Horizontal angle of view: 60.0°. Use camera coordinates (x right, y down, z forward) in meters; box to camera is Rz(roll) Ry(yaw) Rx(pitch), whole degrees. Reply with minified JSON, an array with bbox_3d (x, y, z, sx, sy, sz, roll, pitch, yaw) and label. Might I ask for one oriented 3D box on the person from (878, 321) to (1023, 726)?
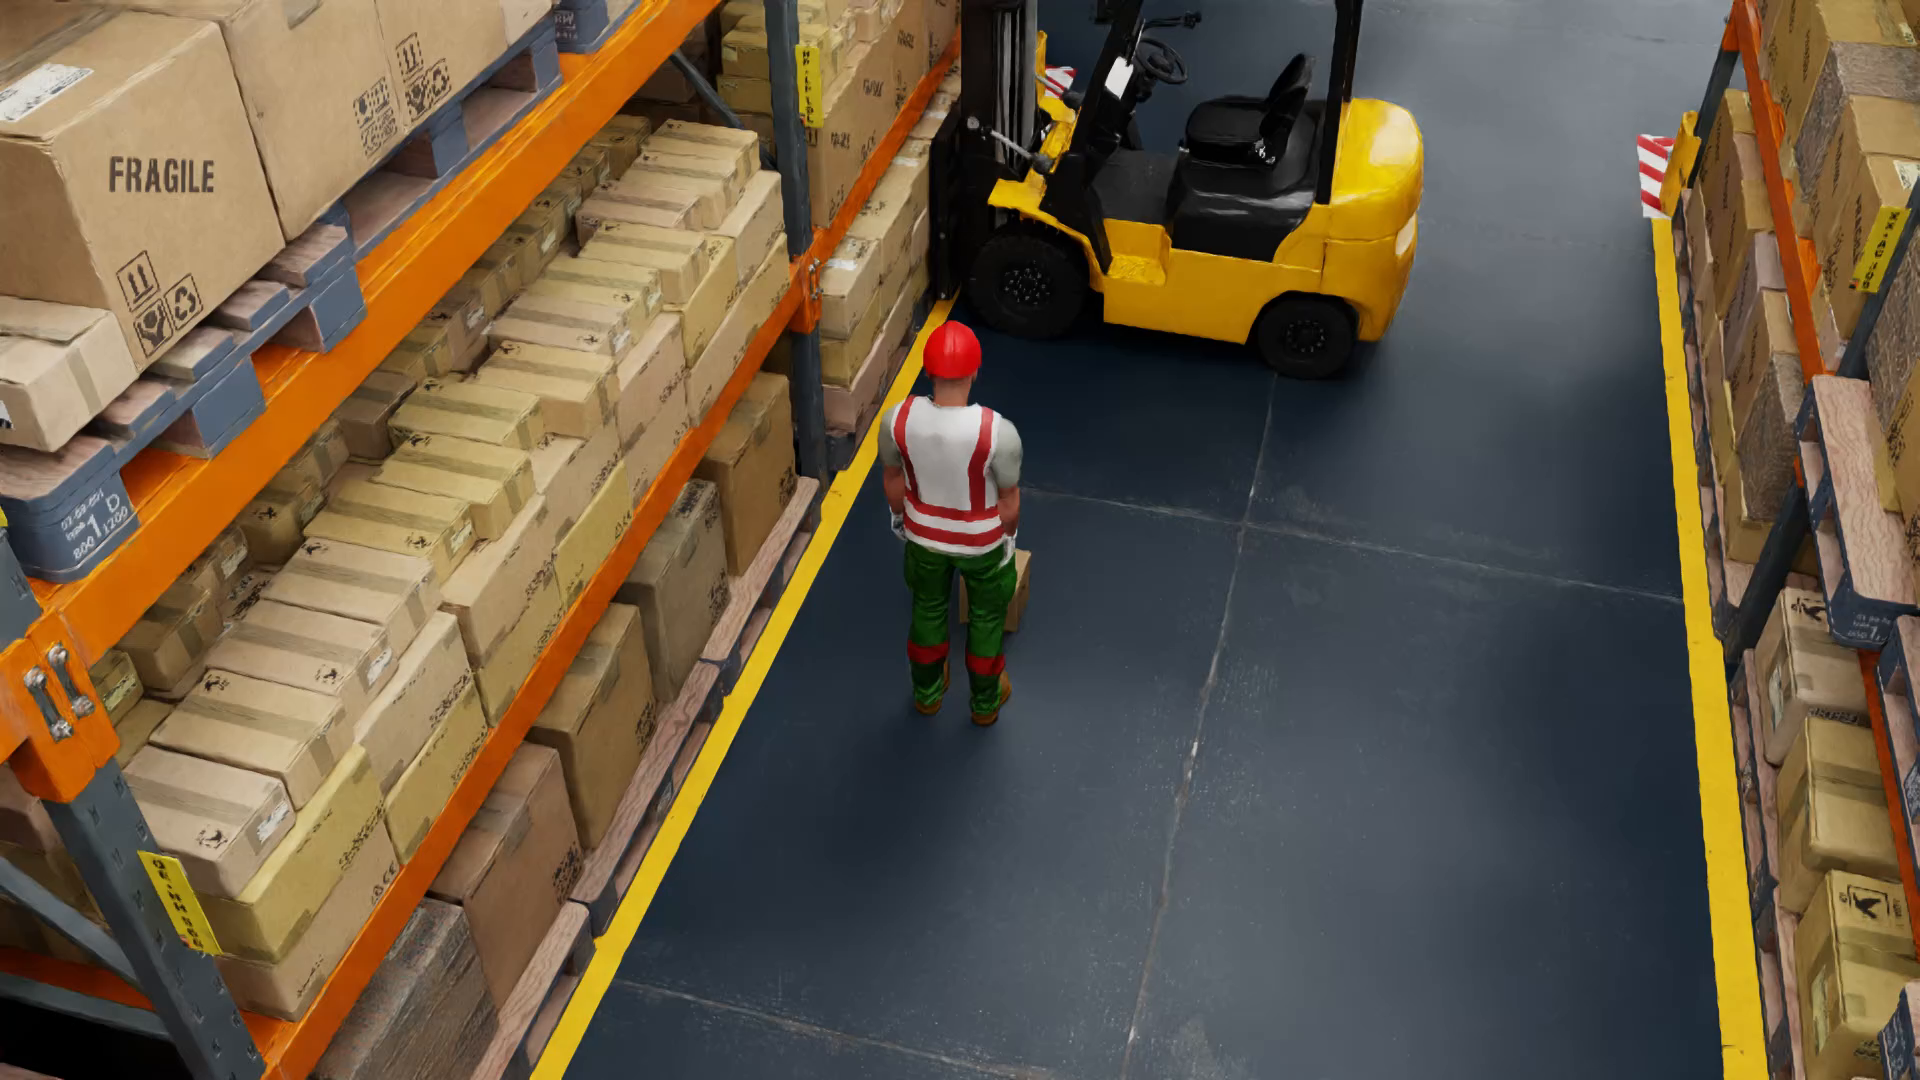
[{"bbox_3d":[-0.023,-0.038,6.189,0.527,1.779,0.347,11,42,12],"label":"person"}]
